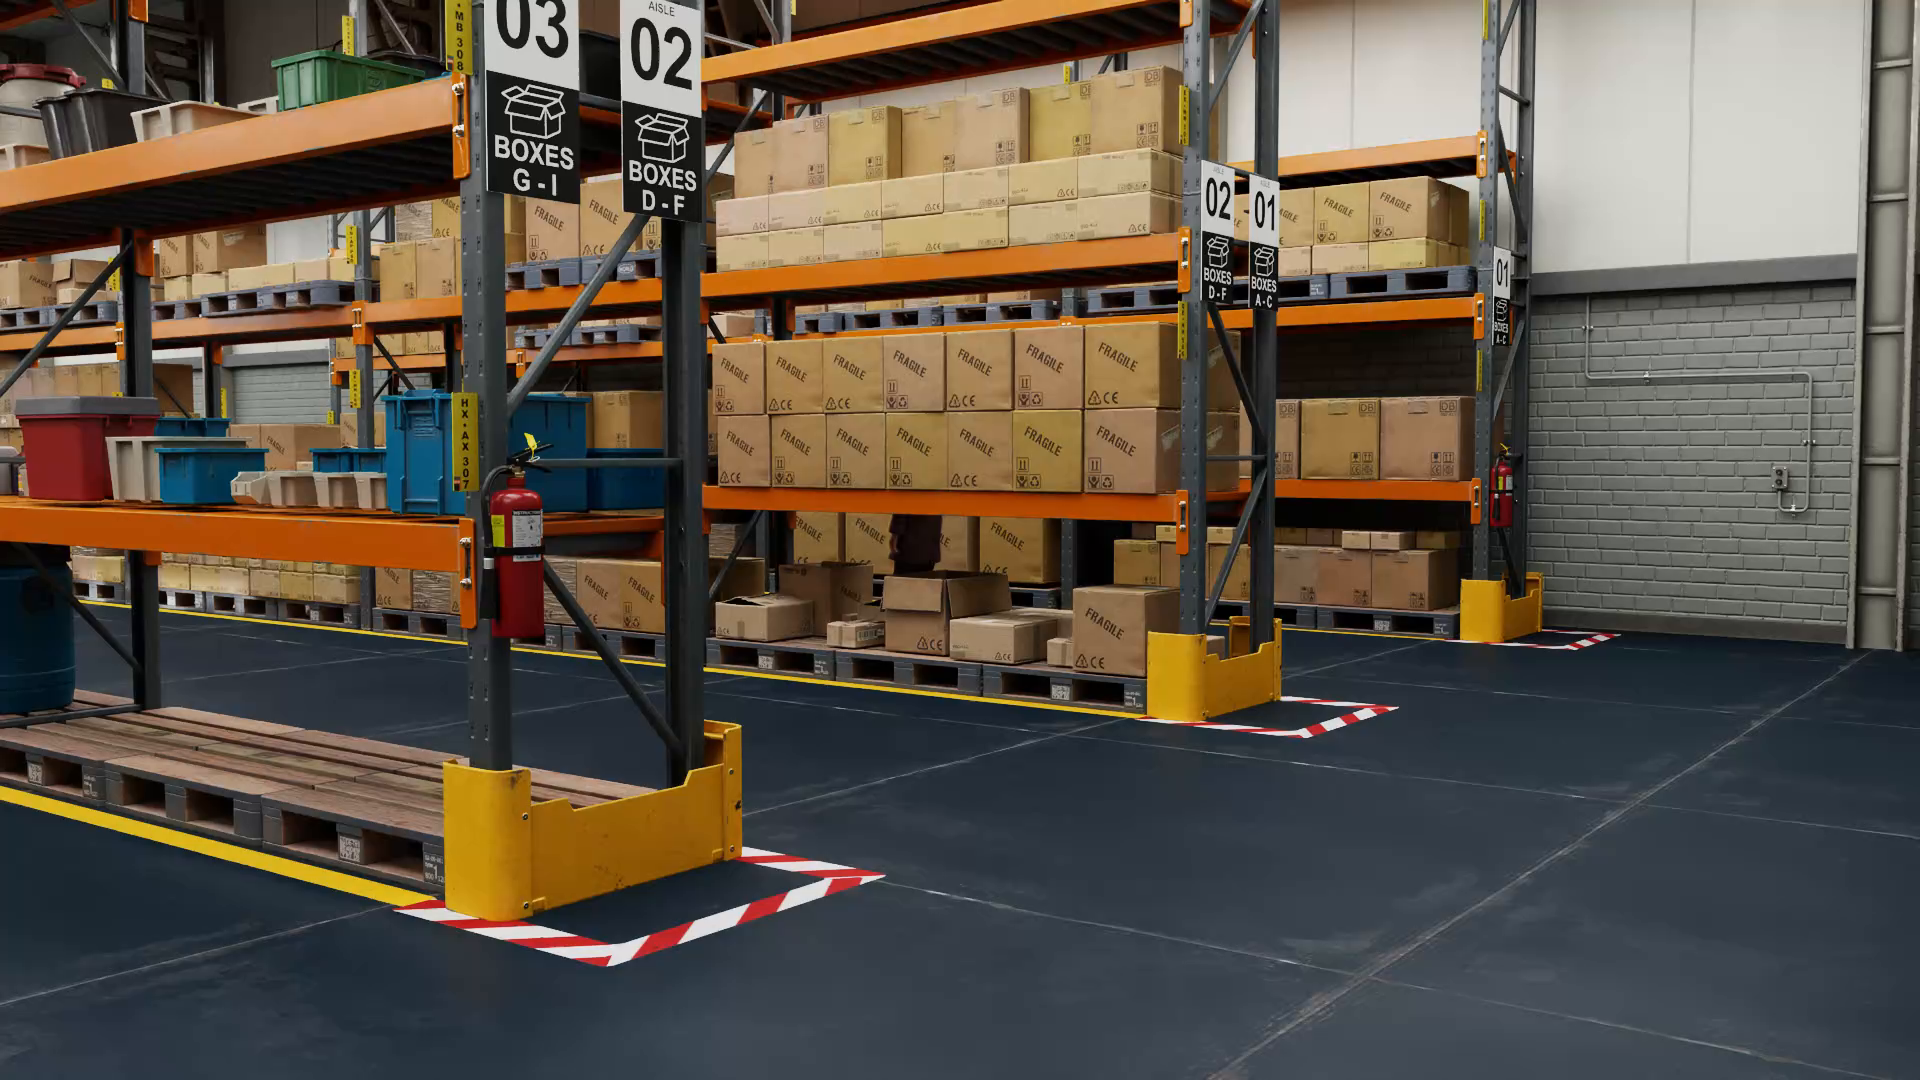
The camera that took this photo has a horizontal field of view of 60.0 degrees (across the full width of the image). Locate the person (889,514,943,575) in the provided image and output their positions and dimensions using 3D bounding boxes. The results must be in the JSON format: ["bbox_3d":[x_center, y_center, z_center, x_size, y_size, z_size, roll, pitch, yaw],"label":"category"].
[{"bbox_3d":[-0.360,-0.050,13.326,0.429,1.773,0.639,2,4,32],"label":"person"}]
